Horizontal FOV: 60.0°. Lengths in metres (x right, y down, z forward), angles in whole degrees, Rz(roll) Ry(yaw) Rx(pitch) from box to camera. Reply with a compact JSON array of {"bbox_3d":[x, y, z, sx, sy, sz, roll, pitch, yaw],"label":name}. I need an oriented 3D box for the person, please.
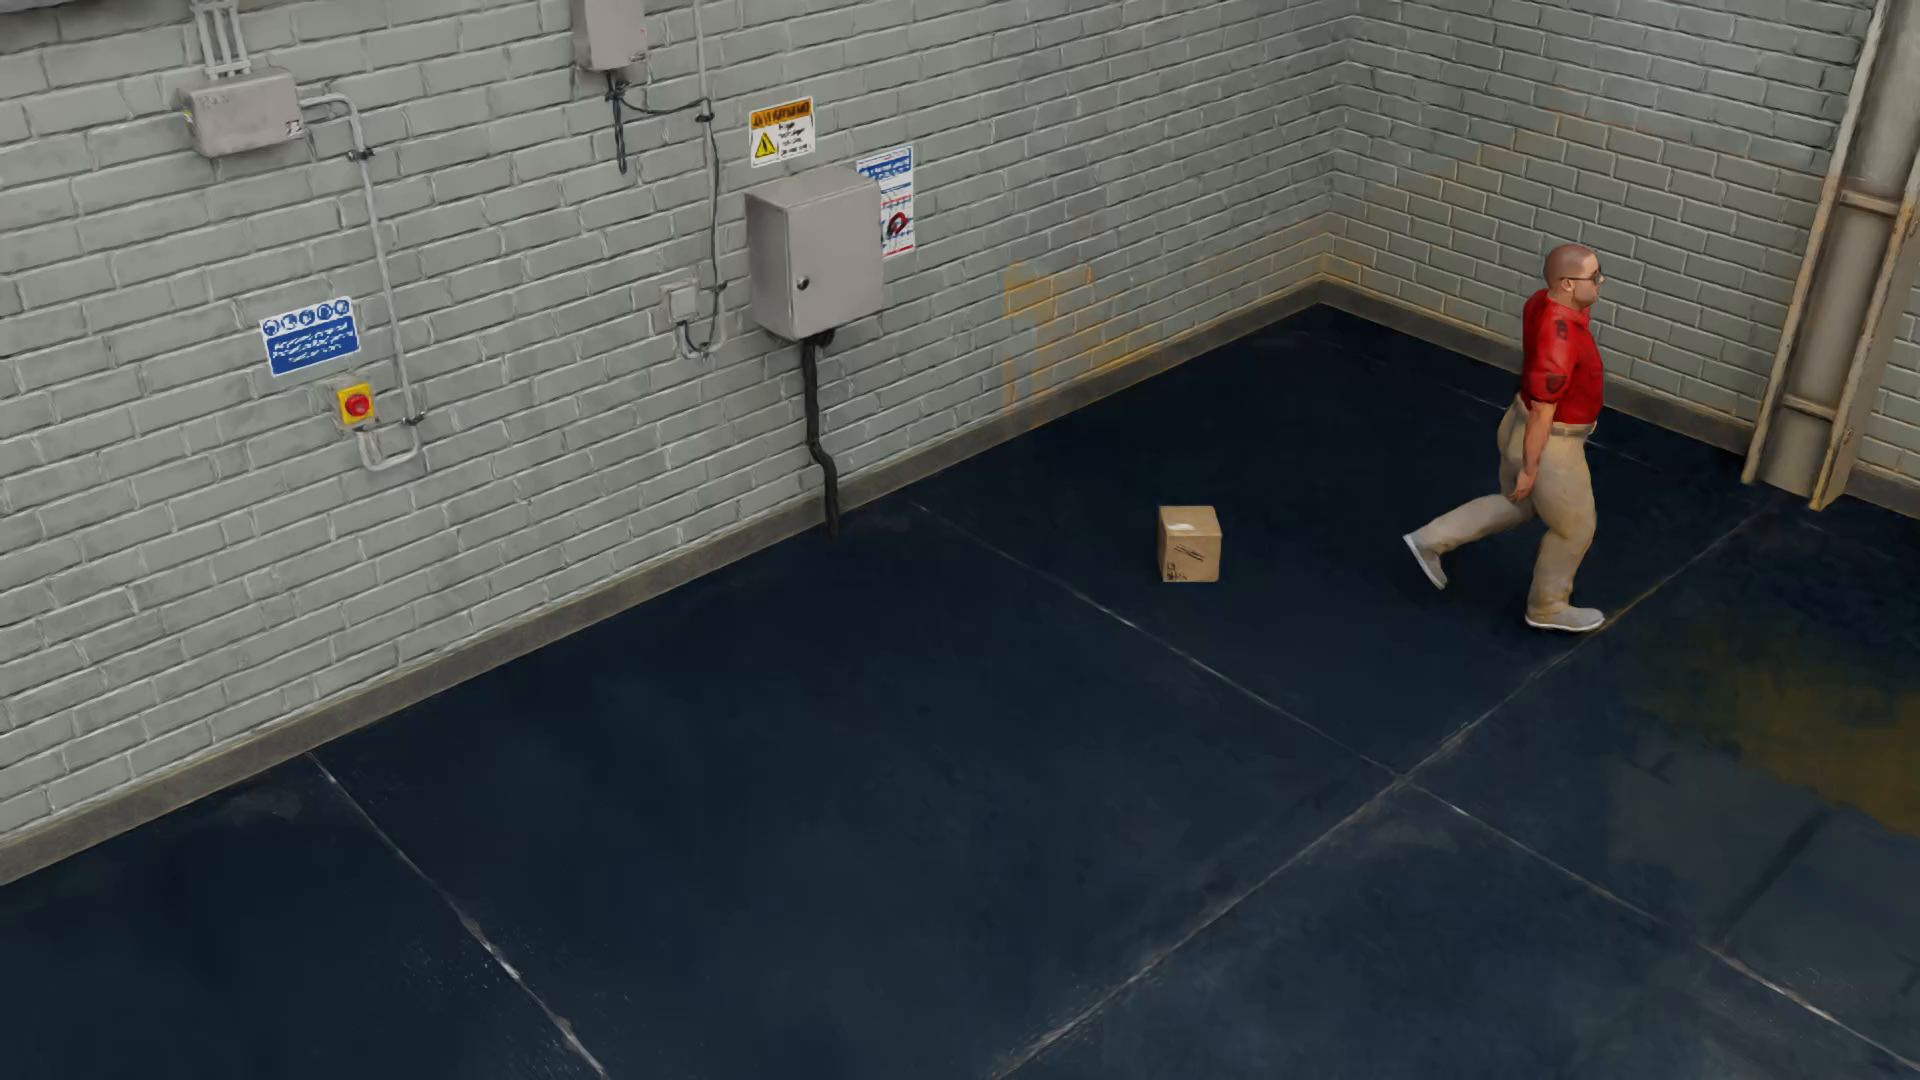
[{"bbox_3d":[2.339,-0.411,6.791,0.855,1.689,0.531,2,32,4],"label":"person"}]
